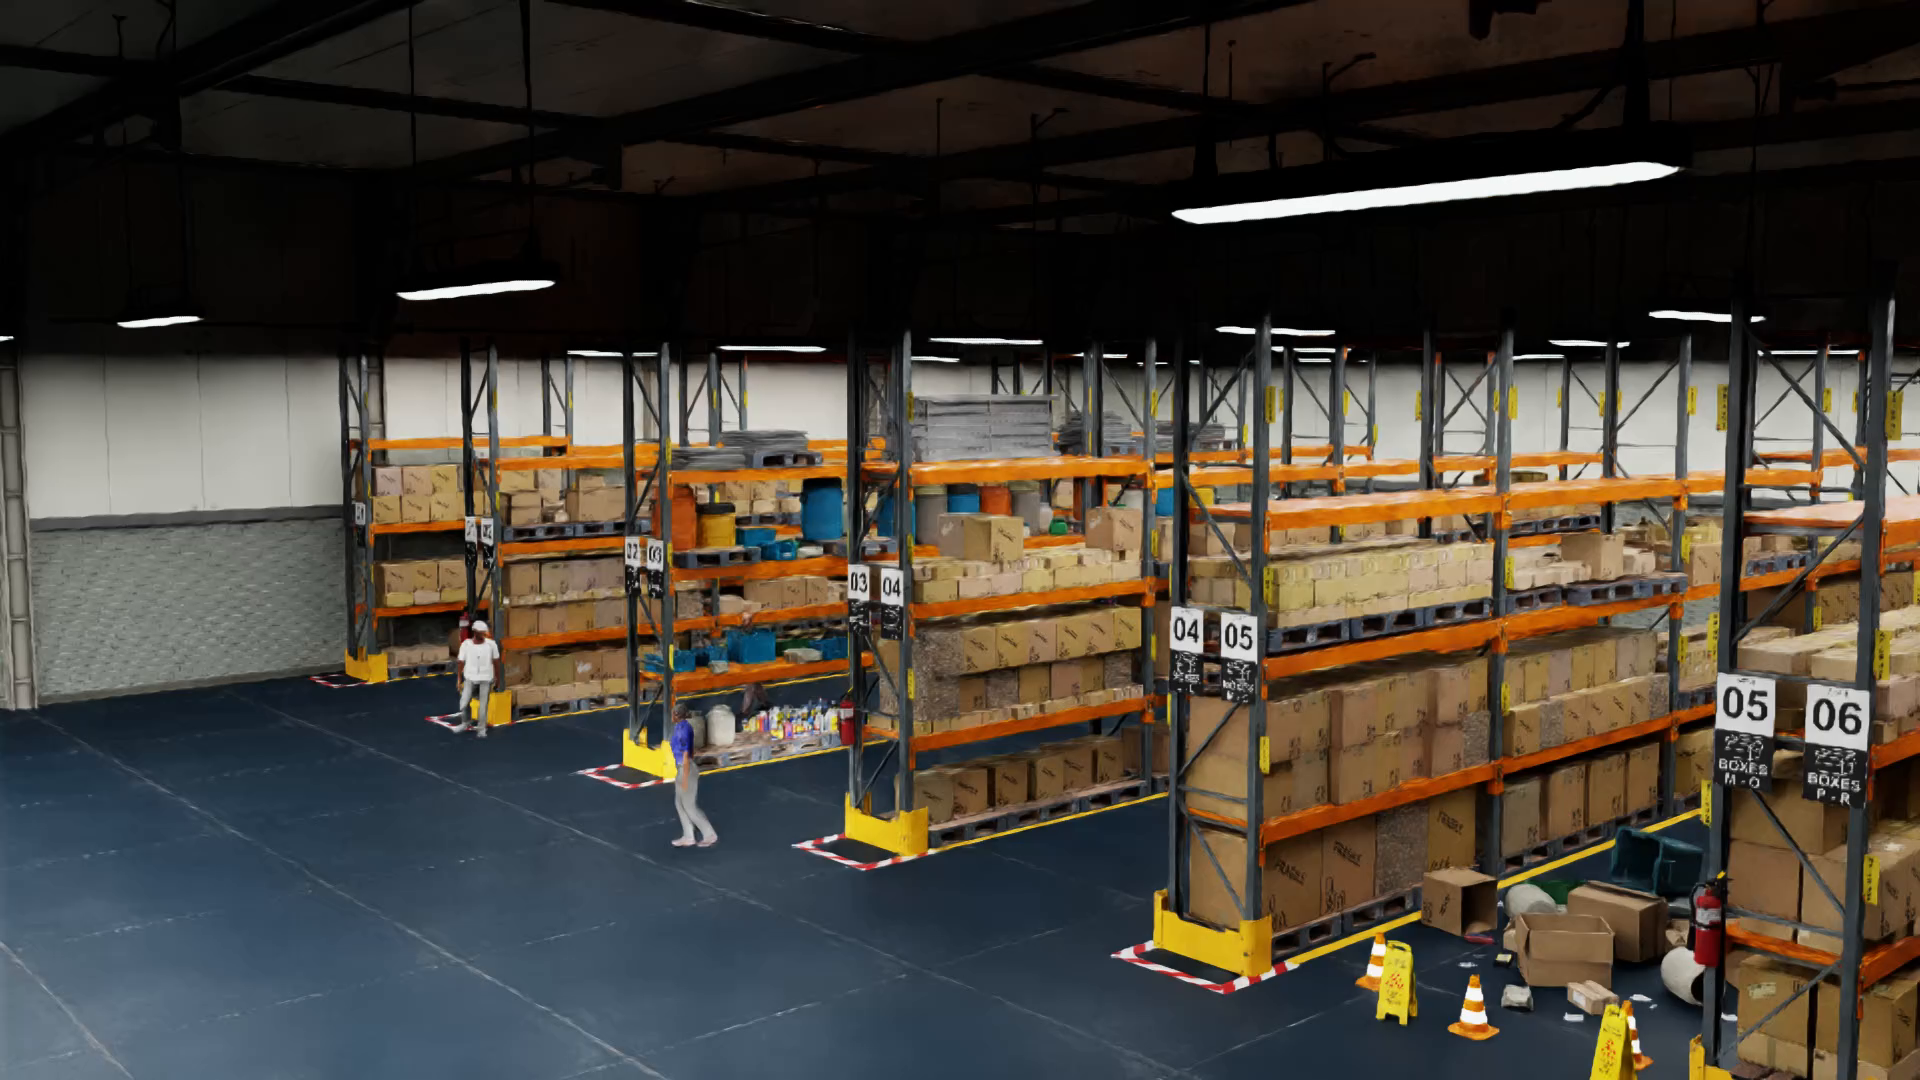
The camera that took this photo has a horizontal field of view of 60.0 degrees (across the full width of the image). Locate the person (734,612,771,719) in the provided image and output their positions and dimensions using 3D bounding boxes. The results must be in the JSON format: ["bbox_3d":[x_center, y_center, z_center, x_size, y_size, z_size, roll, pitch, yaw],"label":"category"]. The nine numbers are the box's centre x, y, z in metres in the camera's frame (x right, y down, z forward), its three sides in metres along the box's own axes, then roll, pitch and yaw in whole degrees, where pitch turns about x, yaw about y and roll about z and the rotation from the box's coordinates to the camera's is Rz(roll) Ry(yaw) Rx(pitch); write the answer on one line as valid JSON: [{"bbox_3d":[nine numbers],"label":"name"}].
[{"bbox_3d":[-3.348,1.966,26.375,0.538,1.664,1.029,4,7,40],"label":"person"}]

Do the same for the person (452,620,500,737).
[{"bbox_3d":[-7.223,2.057,24.782,0.720,1.761,0.463,-1,5,-13],"label":"person"}]

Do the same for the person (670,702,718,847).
[{"bbox_3d":[-3.035,2.661,18.880,0.520,1.643,0.515,0,5,-5],"label":"person"}]
